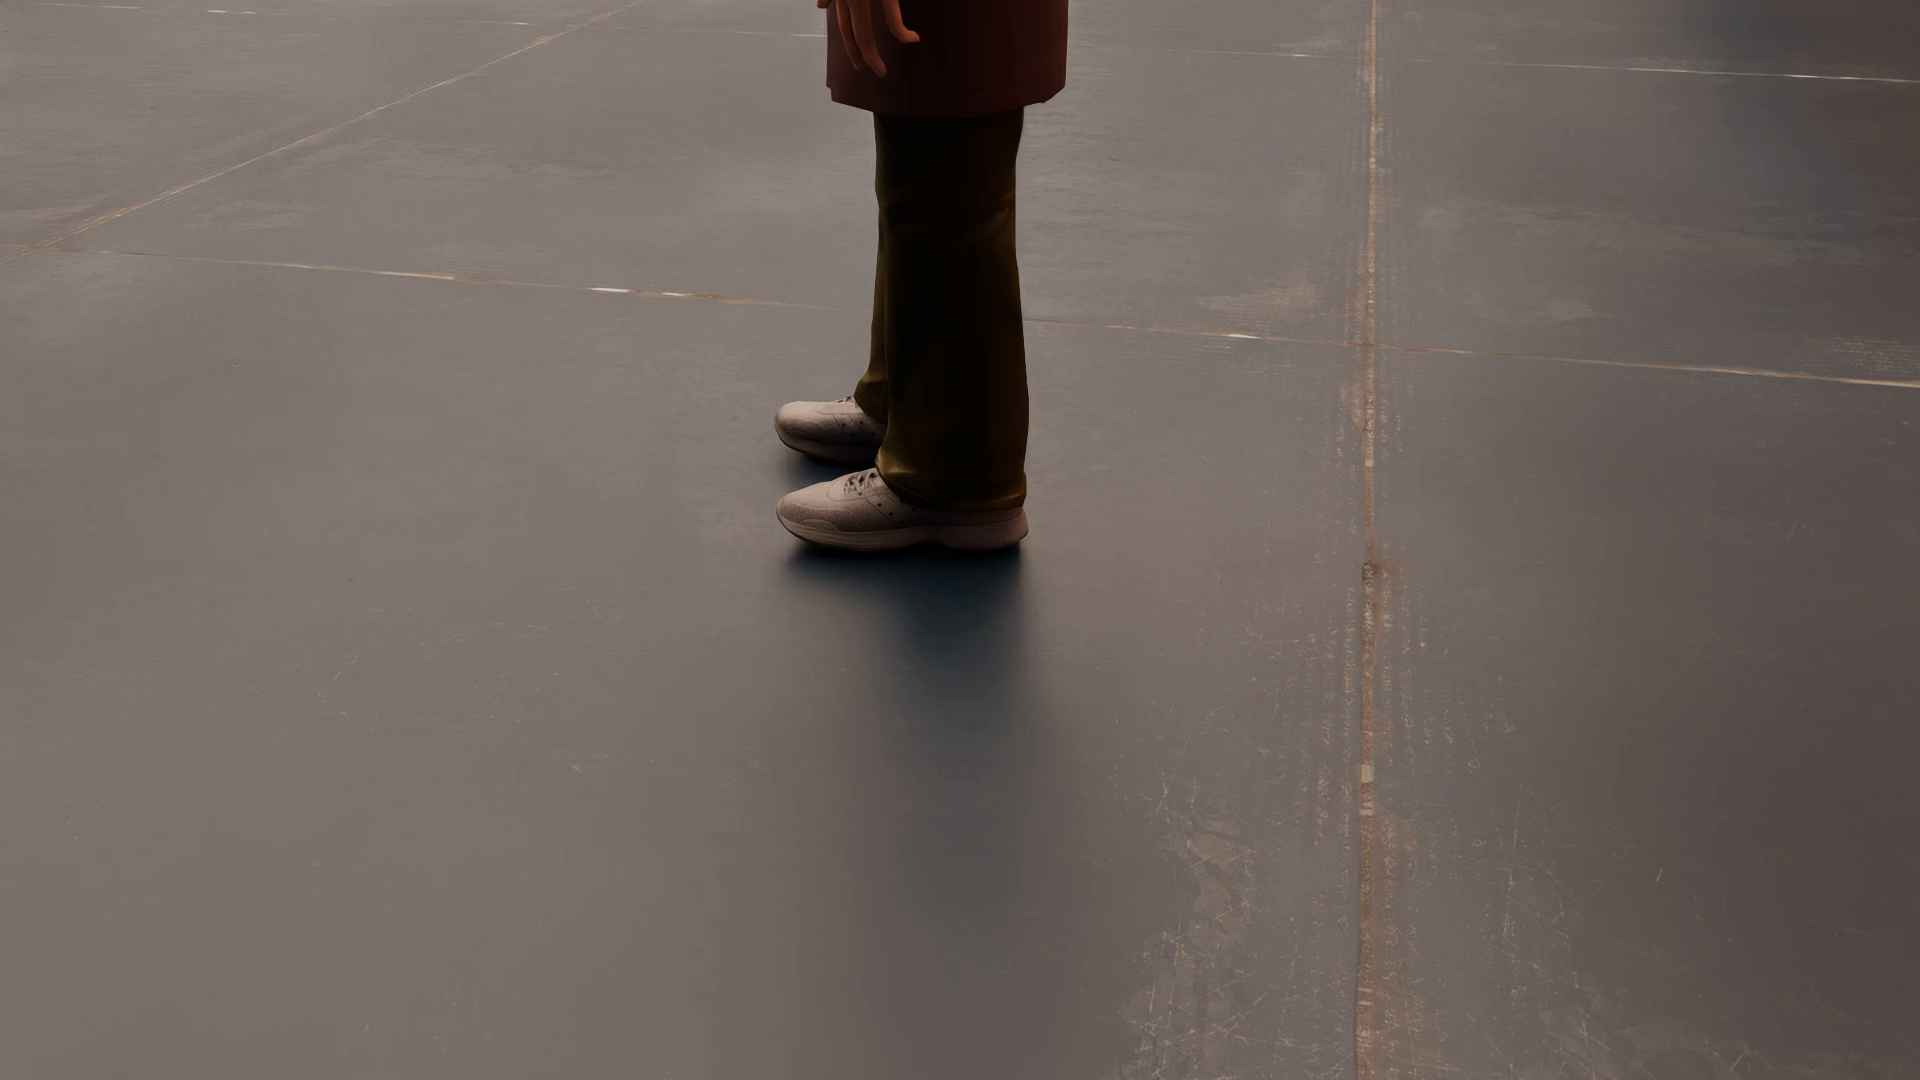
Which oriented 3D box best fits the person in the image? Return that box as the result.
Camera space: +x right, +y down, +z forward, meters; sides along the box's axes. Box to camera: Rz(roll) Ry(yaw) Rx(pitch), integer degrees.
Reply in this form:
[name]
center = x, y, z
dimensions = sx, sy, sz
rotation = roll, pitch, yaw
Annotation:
[person]
center = -0.087, -0.811, 2.118
dimensions = 0.582, 1.775, 0.696
rotation = 6, 27, 11
